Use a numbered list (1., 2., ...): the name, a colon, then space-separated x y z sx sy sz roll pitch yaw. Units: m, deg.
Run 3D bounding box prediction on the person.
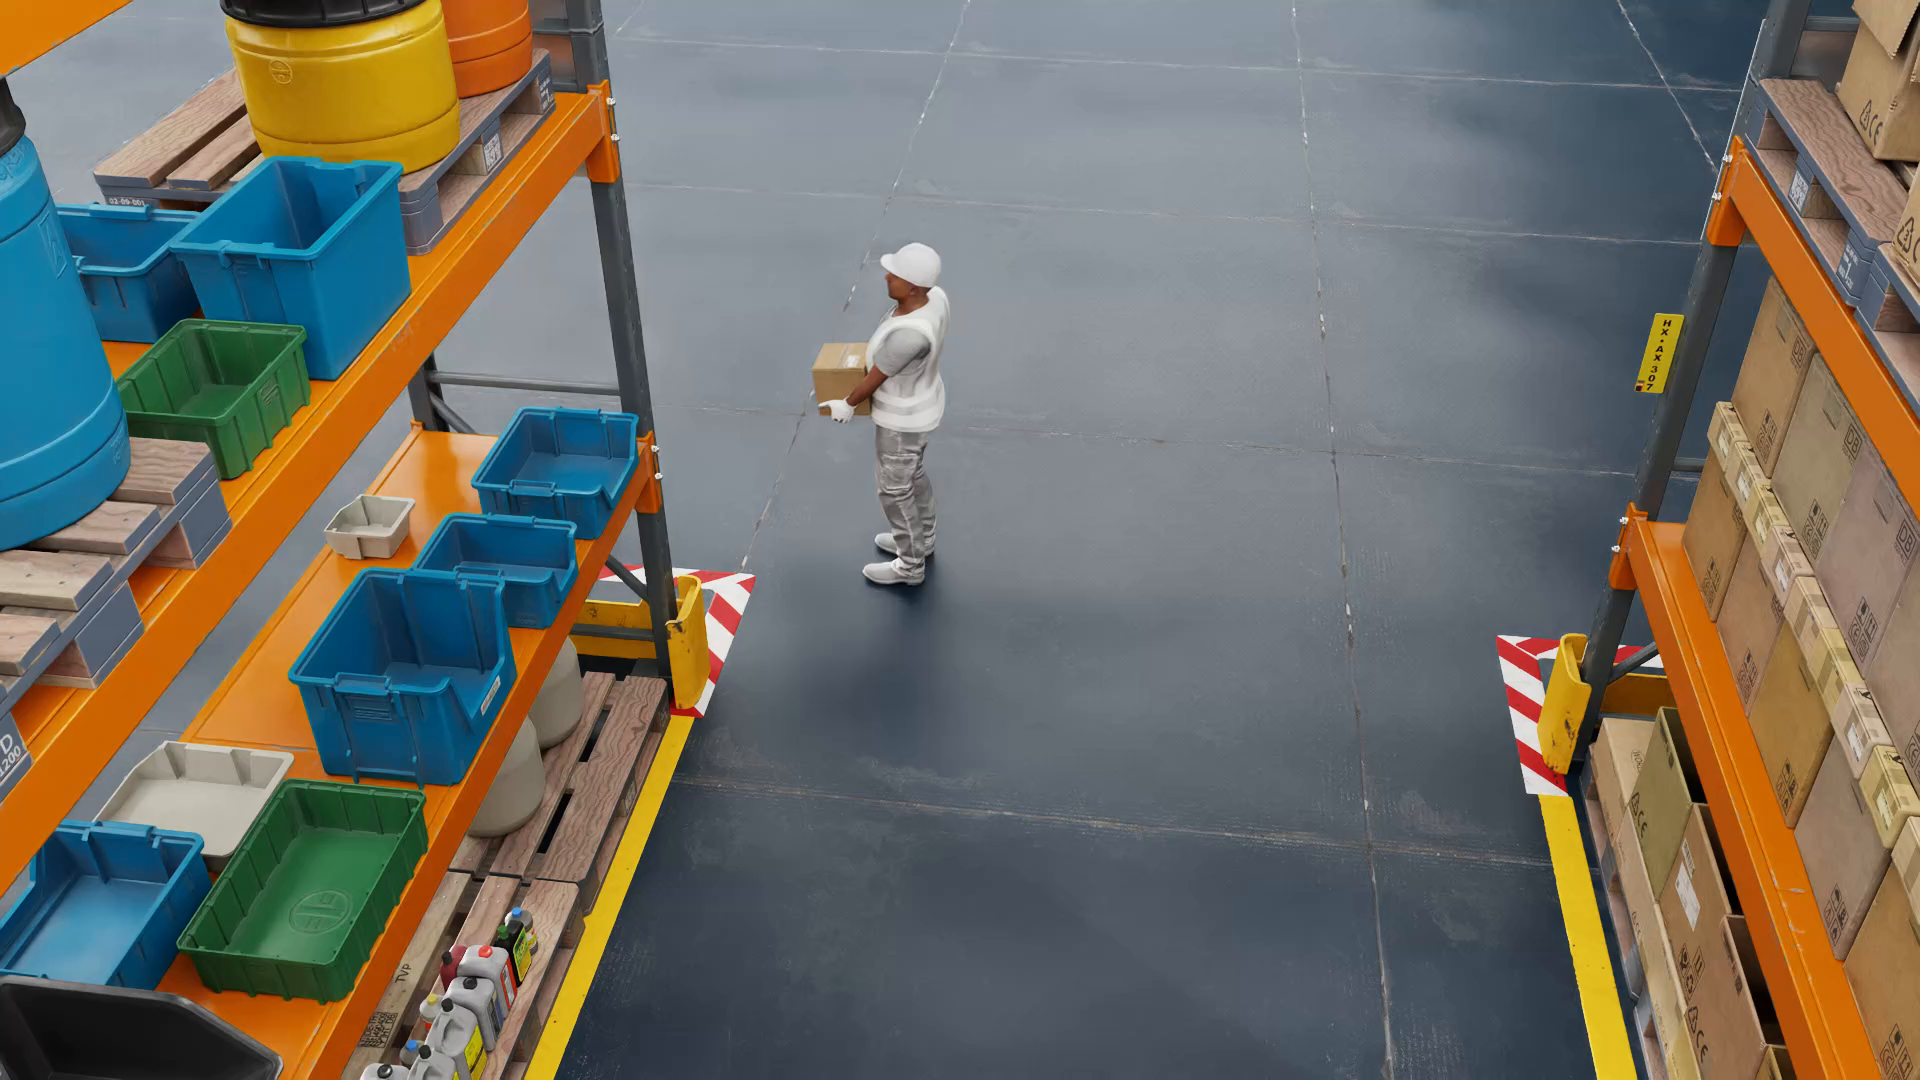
1. person: -0.355 -0.599 7.860 0.584 1.778 0.487 6 36 8
